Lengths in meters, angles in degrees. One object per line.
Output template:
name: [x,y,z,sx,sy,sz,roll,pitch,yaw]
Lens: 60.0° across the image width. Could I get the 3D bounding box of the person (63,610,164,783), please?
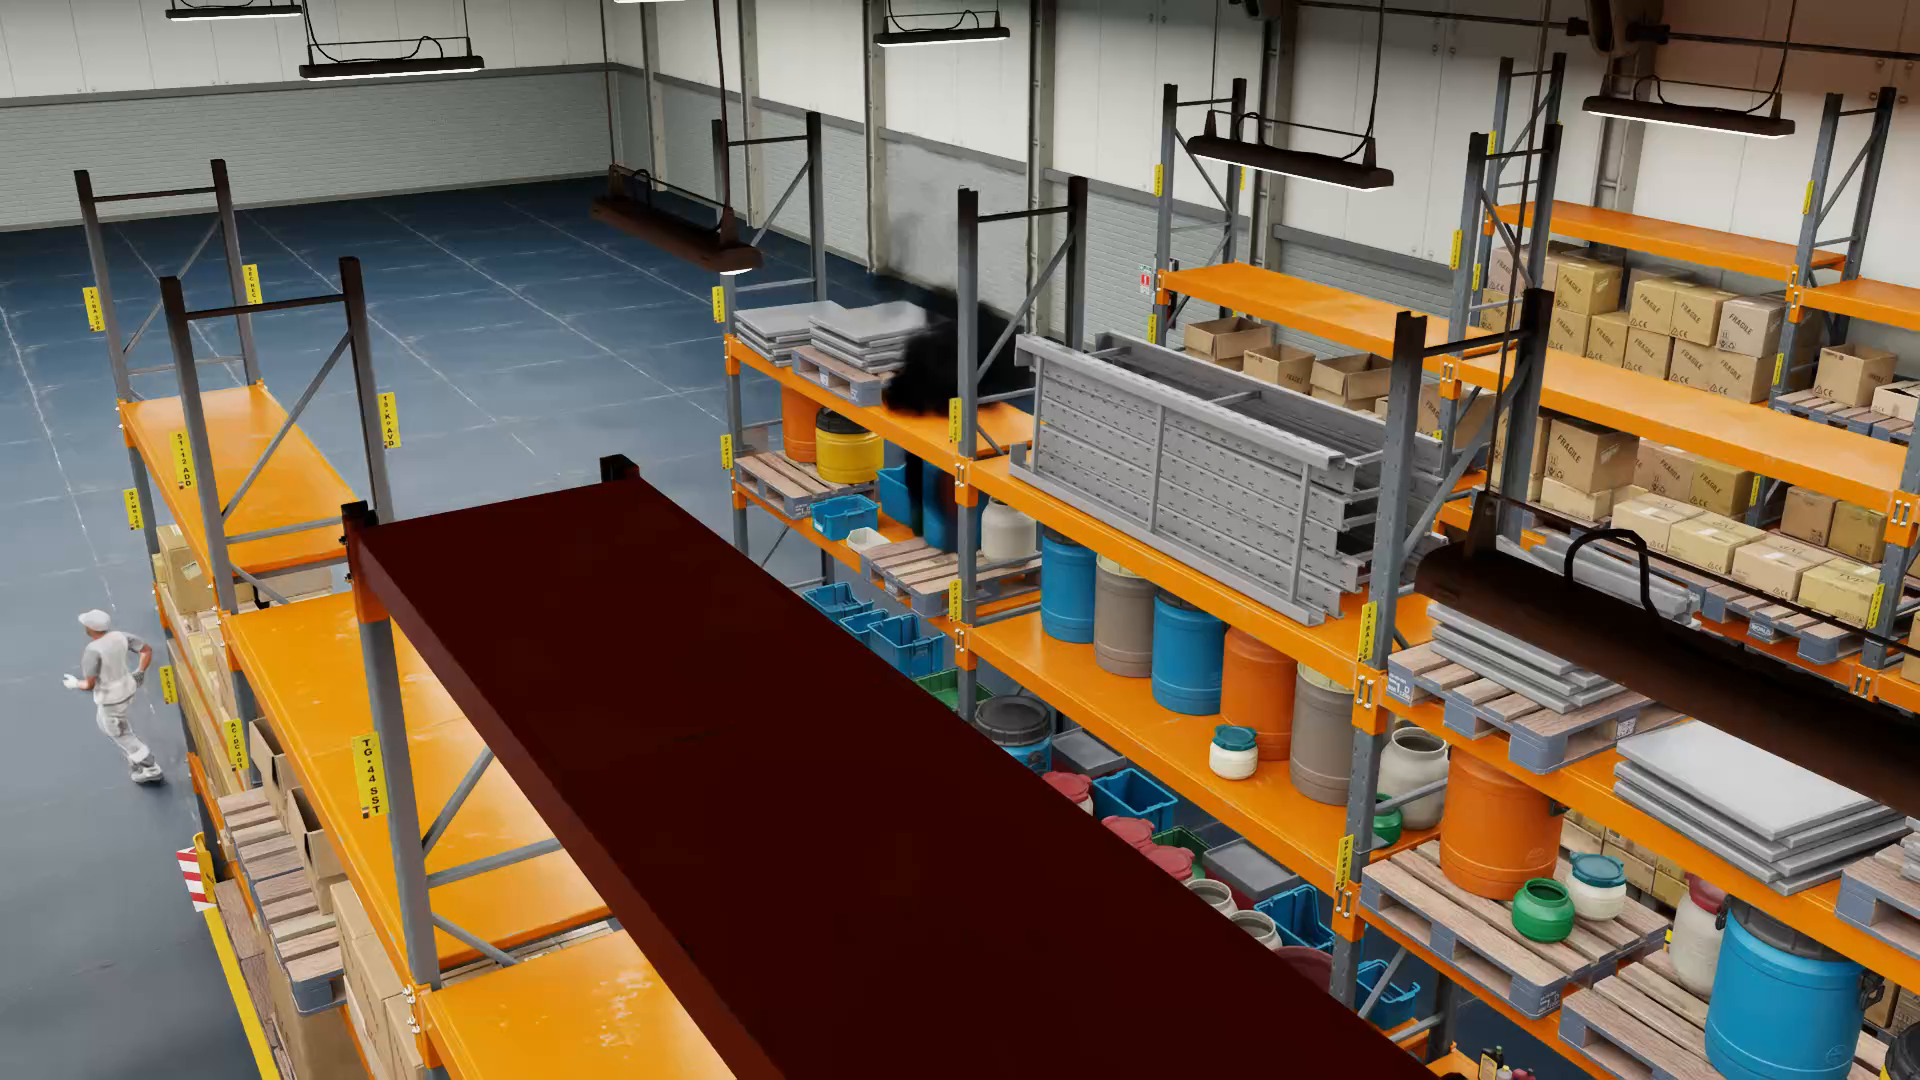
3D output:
person: [-7.854,1.462,15.380,0.702,1.789,0.647,2,22,5]
